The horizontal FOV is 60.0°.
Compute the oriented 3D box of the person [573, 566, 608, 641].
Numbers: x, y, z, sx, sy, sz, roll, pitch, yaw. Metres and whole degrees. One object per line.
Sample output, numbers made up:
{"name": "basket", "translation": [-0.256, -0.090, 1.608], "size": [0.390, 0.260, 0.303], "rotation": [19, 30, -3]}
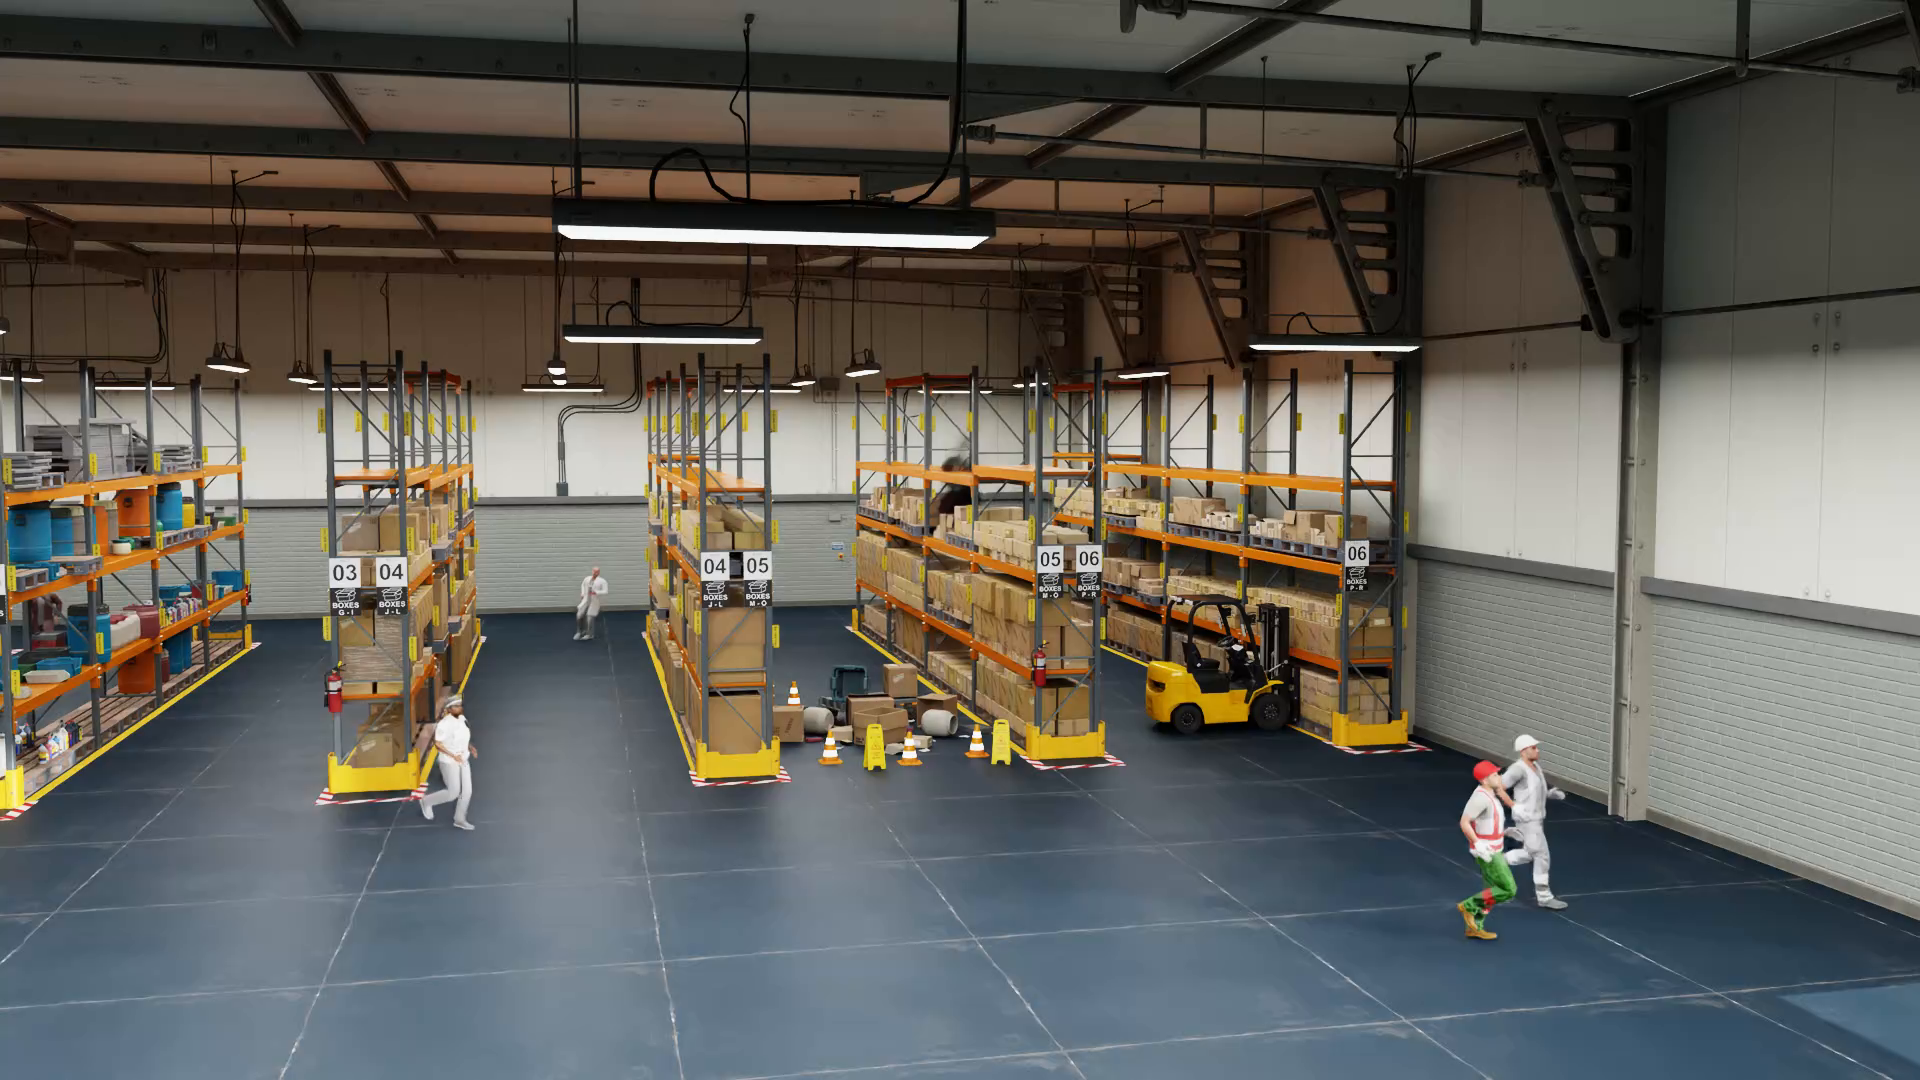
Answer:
{"name": "person", "translation": [-8.515, 1.514, 38.444], "size": [0.793, 1.609, 0.671], "rotation": [1, 4, 13]}

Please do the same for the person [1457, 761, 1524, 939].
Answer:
{"name": "person", "translation": [5.144, 3.010, 16.104], "size": [0.585, 1.738, 0.658], "rotation": [2, 4, 23]}

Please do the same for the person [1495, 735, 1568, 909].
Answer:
{"name": "person", "translation": [5.906, 2.909, 17.338], "size": [0.928, 1.766, 0.669], "rotation": [3, 5, 41]}

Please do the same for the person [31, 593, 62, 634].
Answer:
{"name": "person", "translation": [-18.887, 1.755, 34.194], "size": [0.692, 1.816, 0.798], "rotation": [-1, 4, -18]}

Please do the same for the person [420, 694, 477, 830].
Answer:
{"name": "person", "translation": [-6.330, 2.746, 20.679], "size": [0.697, 1.687, 0.583], "rotation": [2, 4, 22]}
